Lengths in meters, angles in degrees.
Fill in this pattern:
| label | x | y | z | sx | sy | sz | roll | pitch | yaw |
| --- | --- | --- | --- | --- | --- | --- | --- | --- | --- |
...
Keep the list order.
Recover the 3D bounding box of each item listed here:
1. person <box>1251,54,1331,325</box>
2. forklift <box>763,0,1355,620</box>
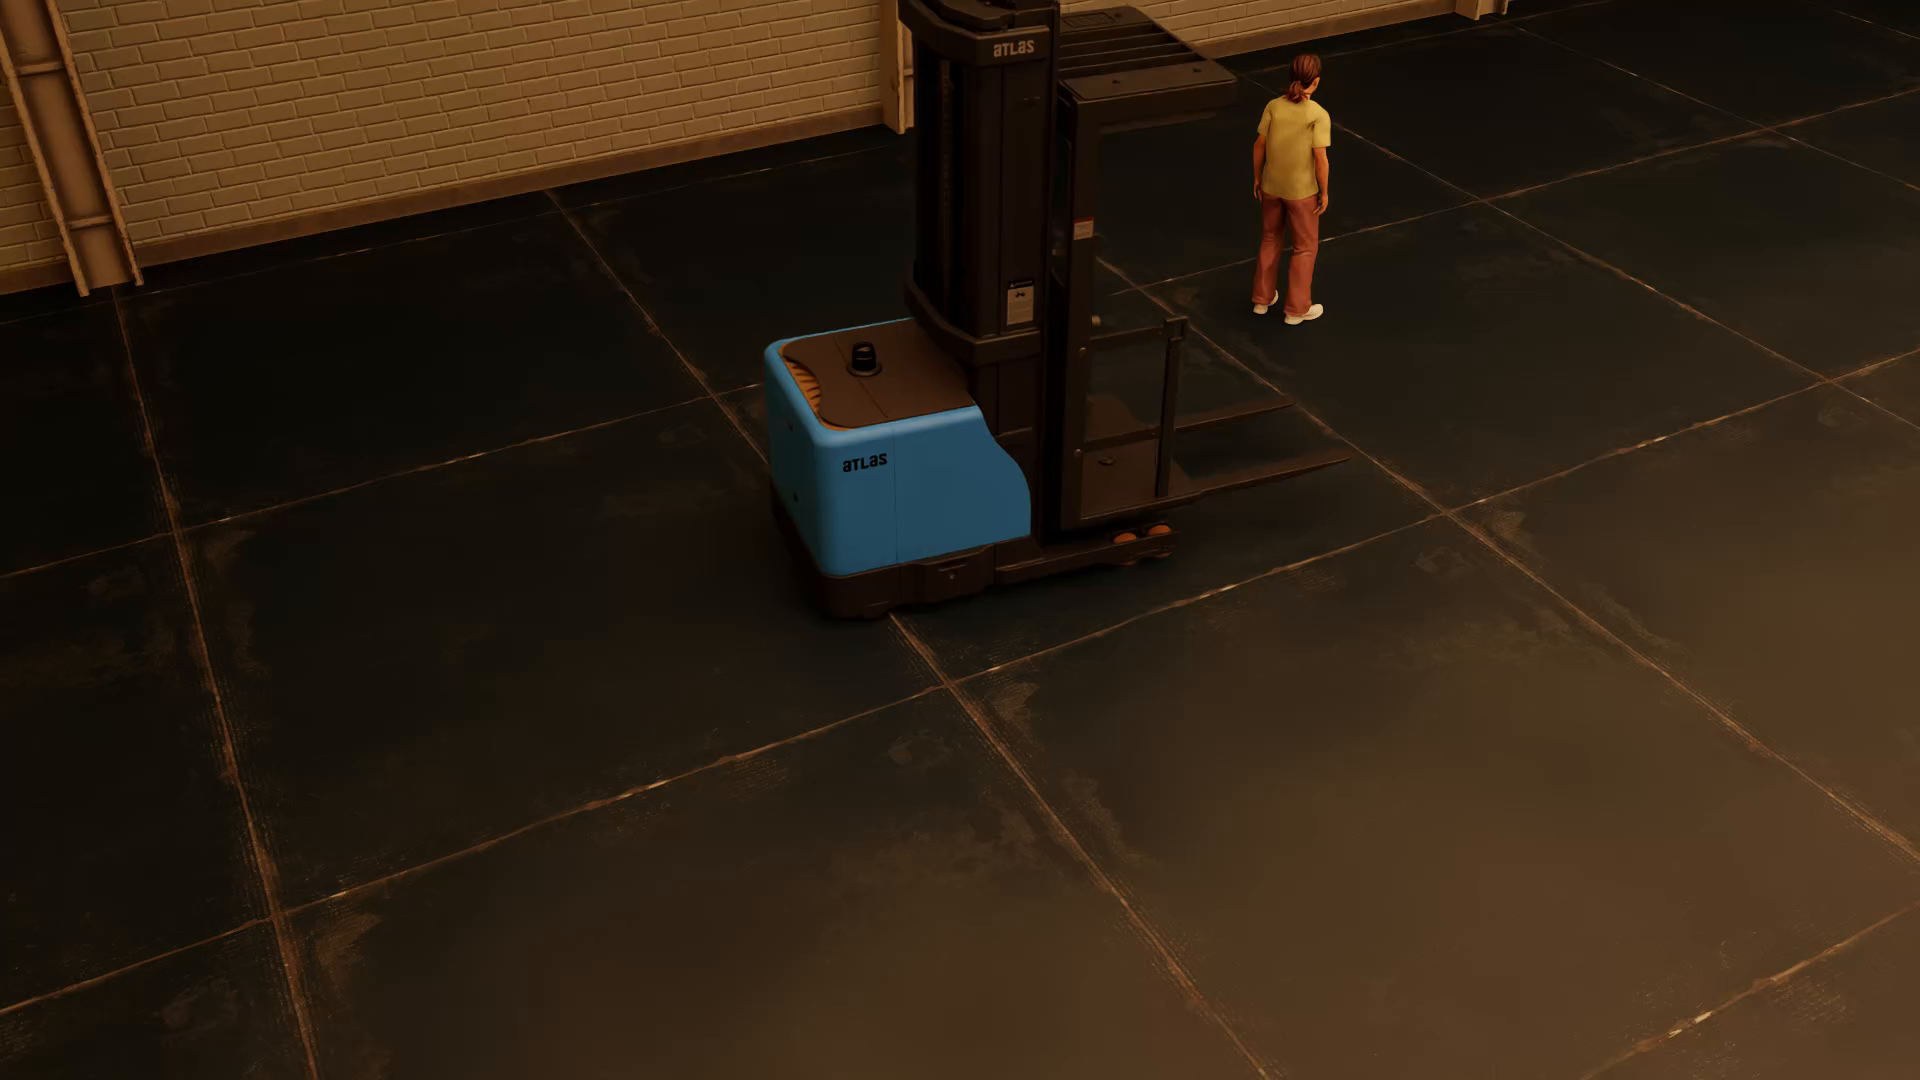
| label | x | y | z | sx | sy | sz | roll | pitch | yaw |
| --- | --- | --- | --- | --- | --- | --- | --- | --- | --- |
| person | 2.051 | -2.161 | 10.272 | 0.515 | 1.671 | 0.365 | 24 | 42 | 29 |
| forklift | 0.587 | -1.338 | 8.015 | 3.031 | 2.935 | 1.130 | -12 | 37 | -17 |
